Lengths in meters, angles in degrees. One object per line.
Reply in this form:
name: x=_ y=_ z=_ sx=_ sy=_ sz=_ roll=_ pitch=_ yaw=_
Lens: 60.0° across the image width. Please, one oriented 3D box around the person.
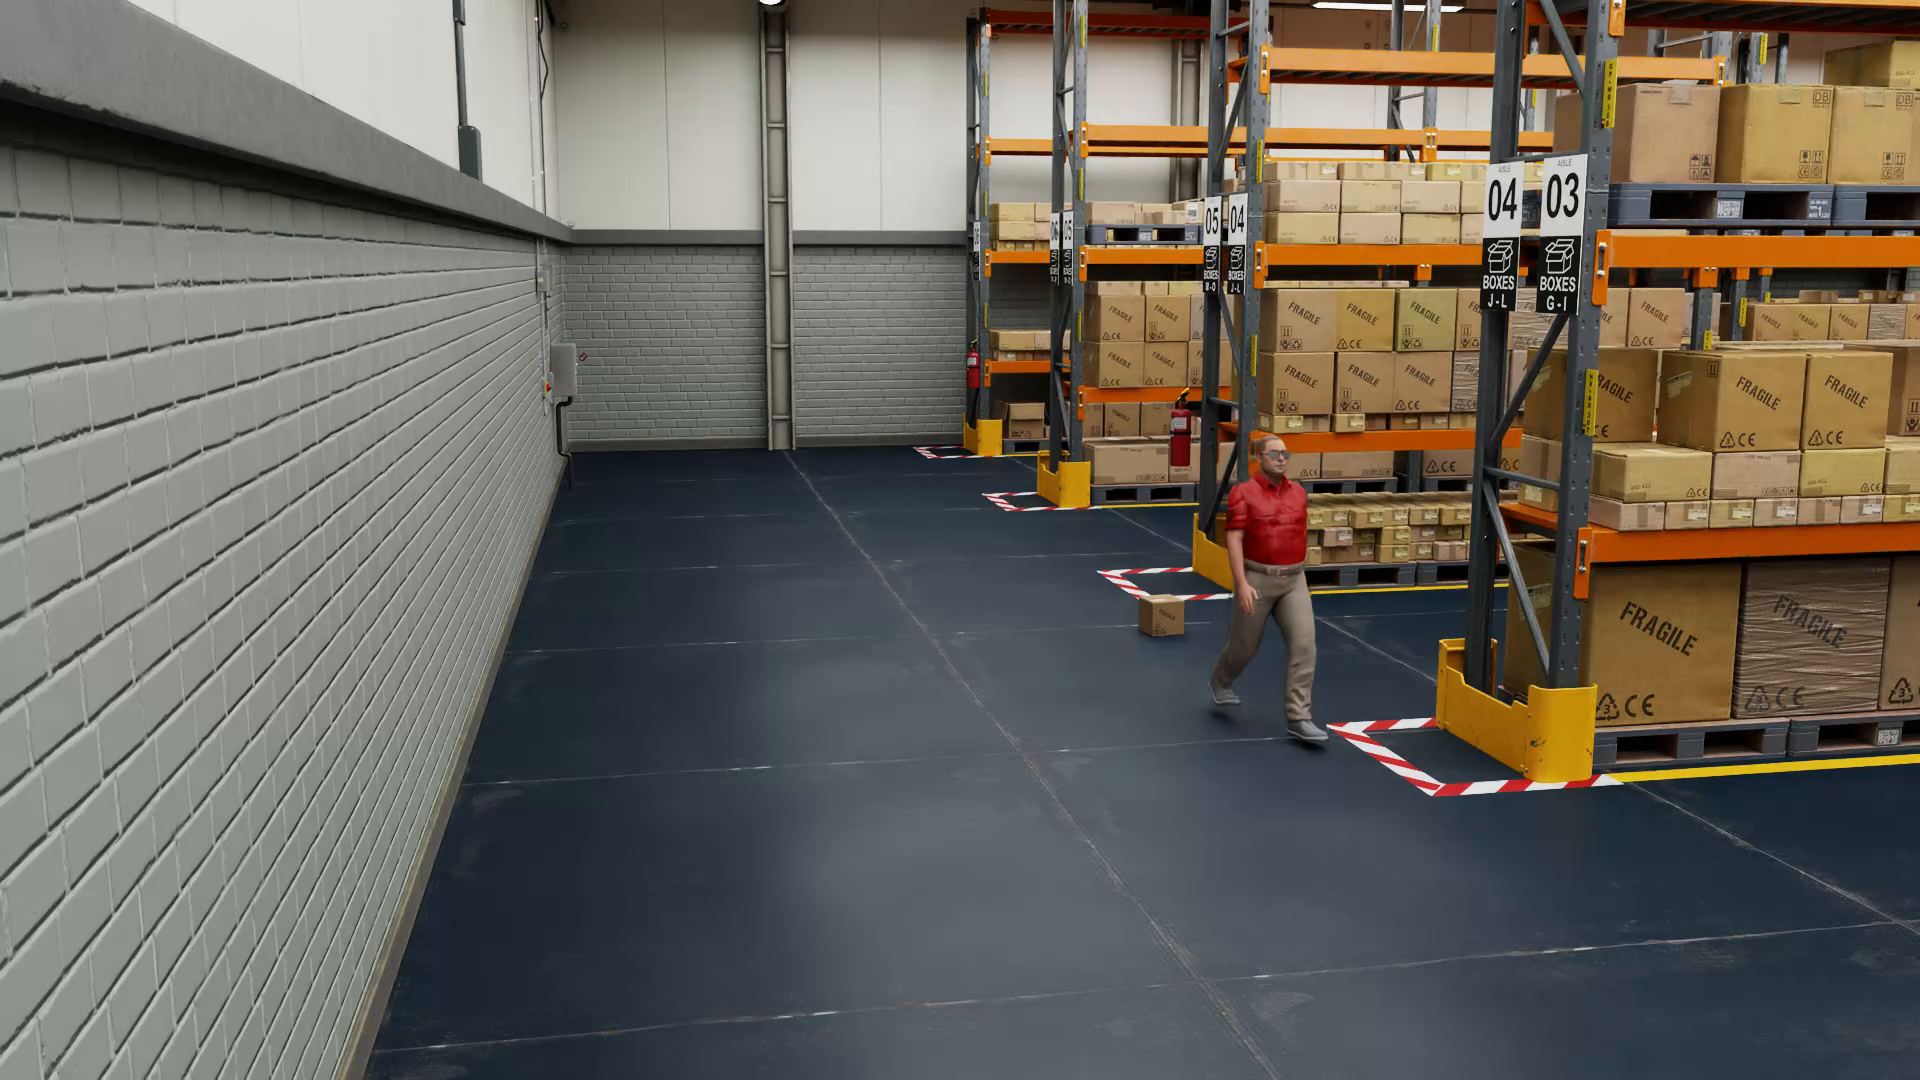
person: x=1.752 y=0.246 z=9.466 sx=0.535 sy=1.678 sz=0.989 roll=-3 pitch=10 yaw=-17
